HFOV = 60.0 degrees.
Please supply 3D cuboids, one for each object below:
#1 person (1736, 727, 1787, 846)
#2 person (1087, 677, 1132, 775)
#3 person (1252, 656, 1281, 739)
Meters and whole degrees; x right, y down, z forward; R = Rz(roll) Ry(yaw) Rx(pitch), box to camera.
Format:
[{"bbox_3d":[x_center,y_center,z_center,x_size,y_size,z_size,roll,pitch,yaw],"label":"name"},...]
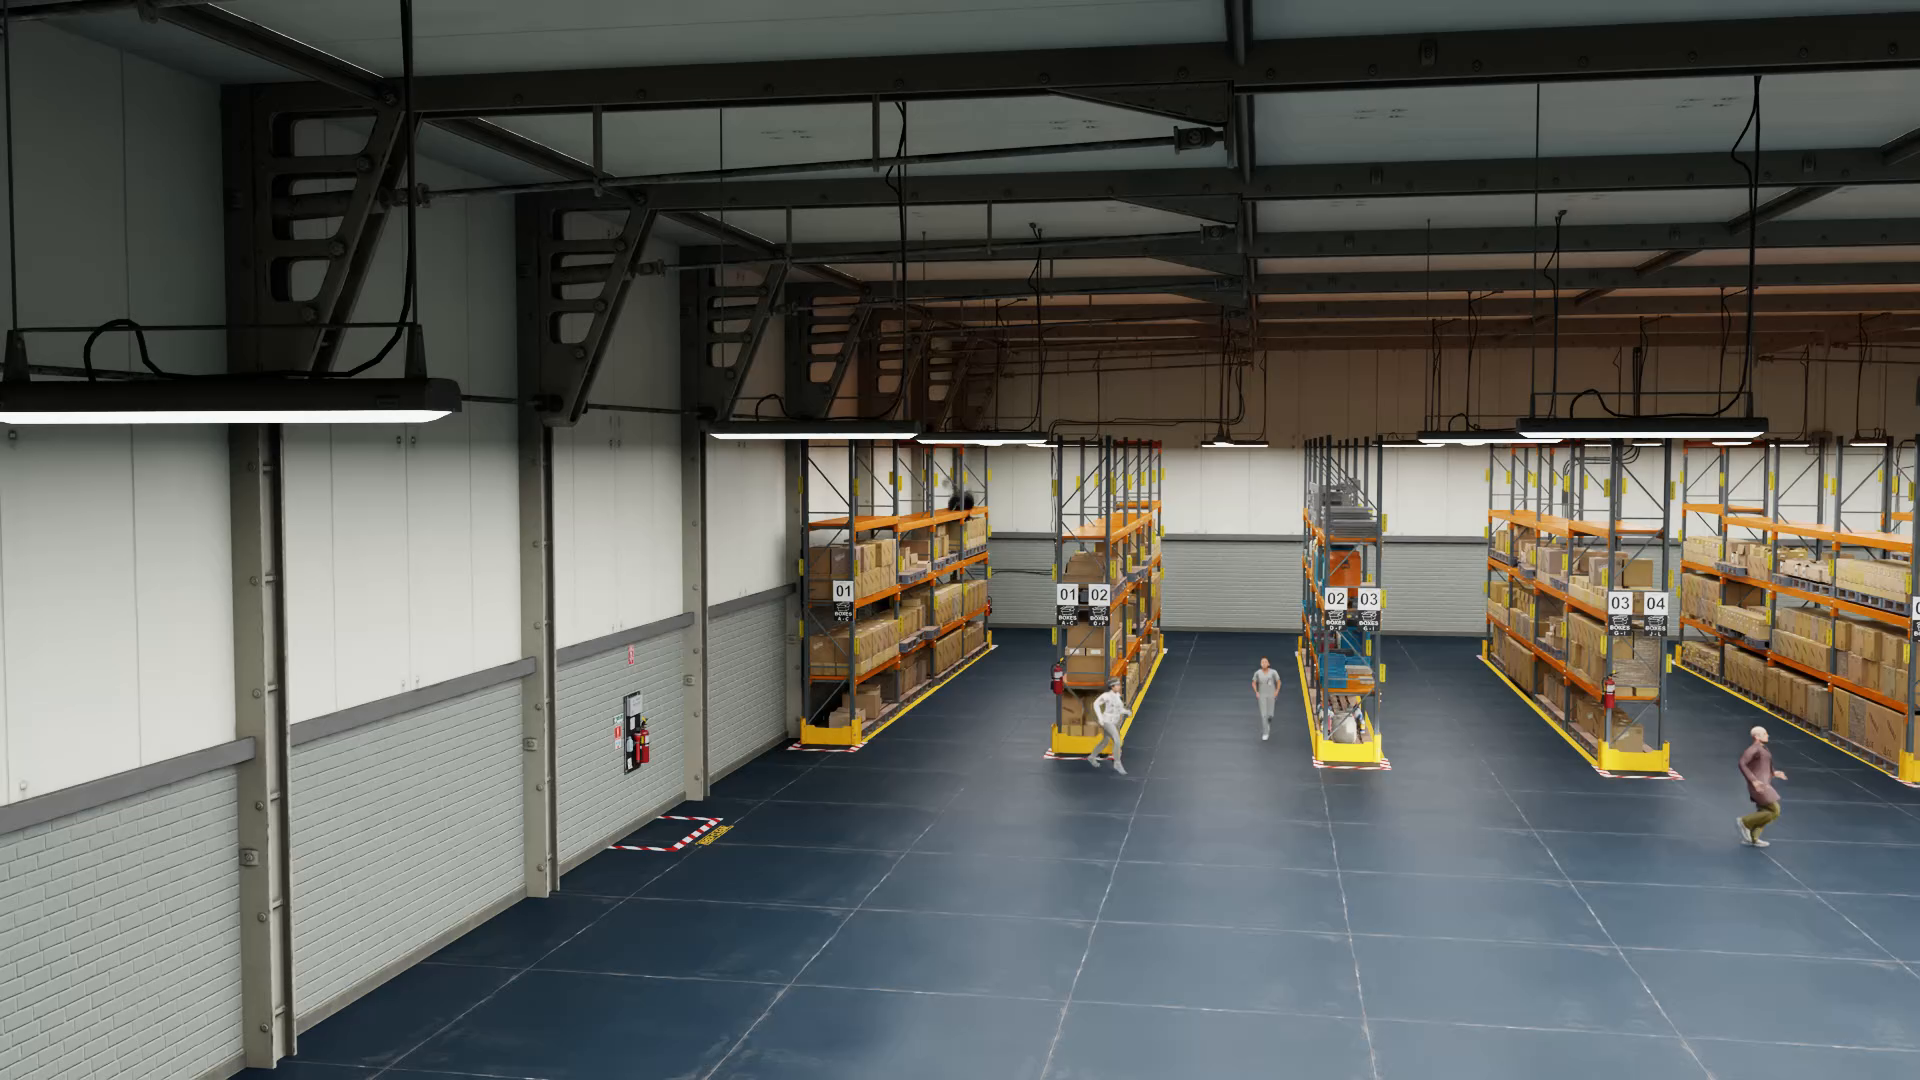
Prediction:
[{"bbox_3d":[11.556,3.557,23.948,0.628,1.732,0.704,2,4,33],"label":"person"},{"bbox_3d":[2.646,3.291,29.593,0.875,1.728,0.543,2,4,30],"label":"person"},{"bbox_3d":[6.078,3.127,33.029,0.567,1.636,0.547,1,3,13],"label":"person"}]
